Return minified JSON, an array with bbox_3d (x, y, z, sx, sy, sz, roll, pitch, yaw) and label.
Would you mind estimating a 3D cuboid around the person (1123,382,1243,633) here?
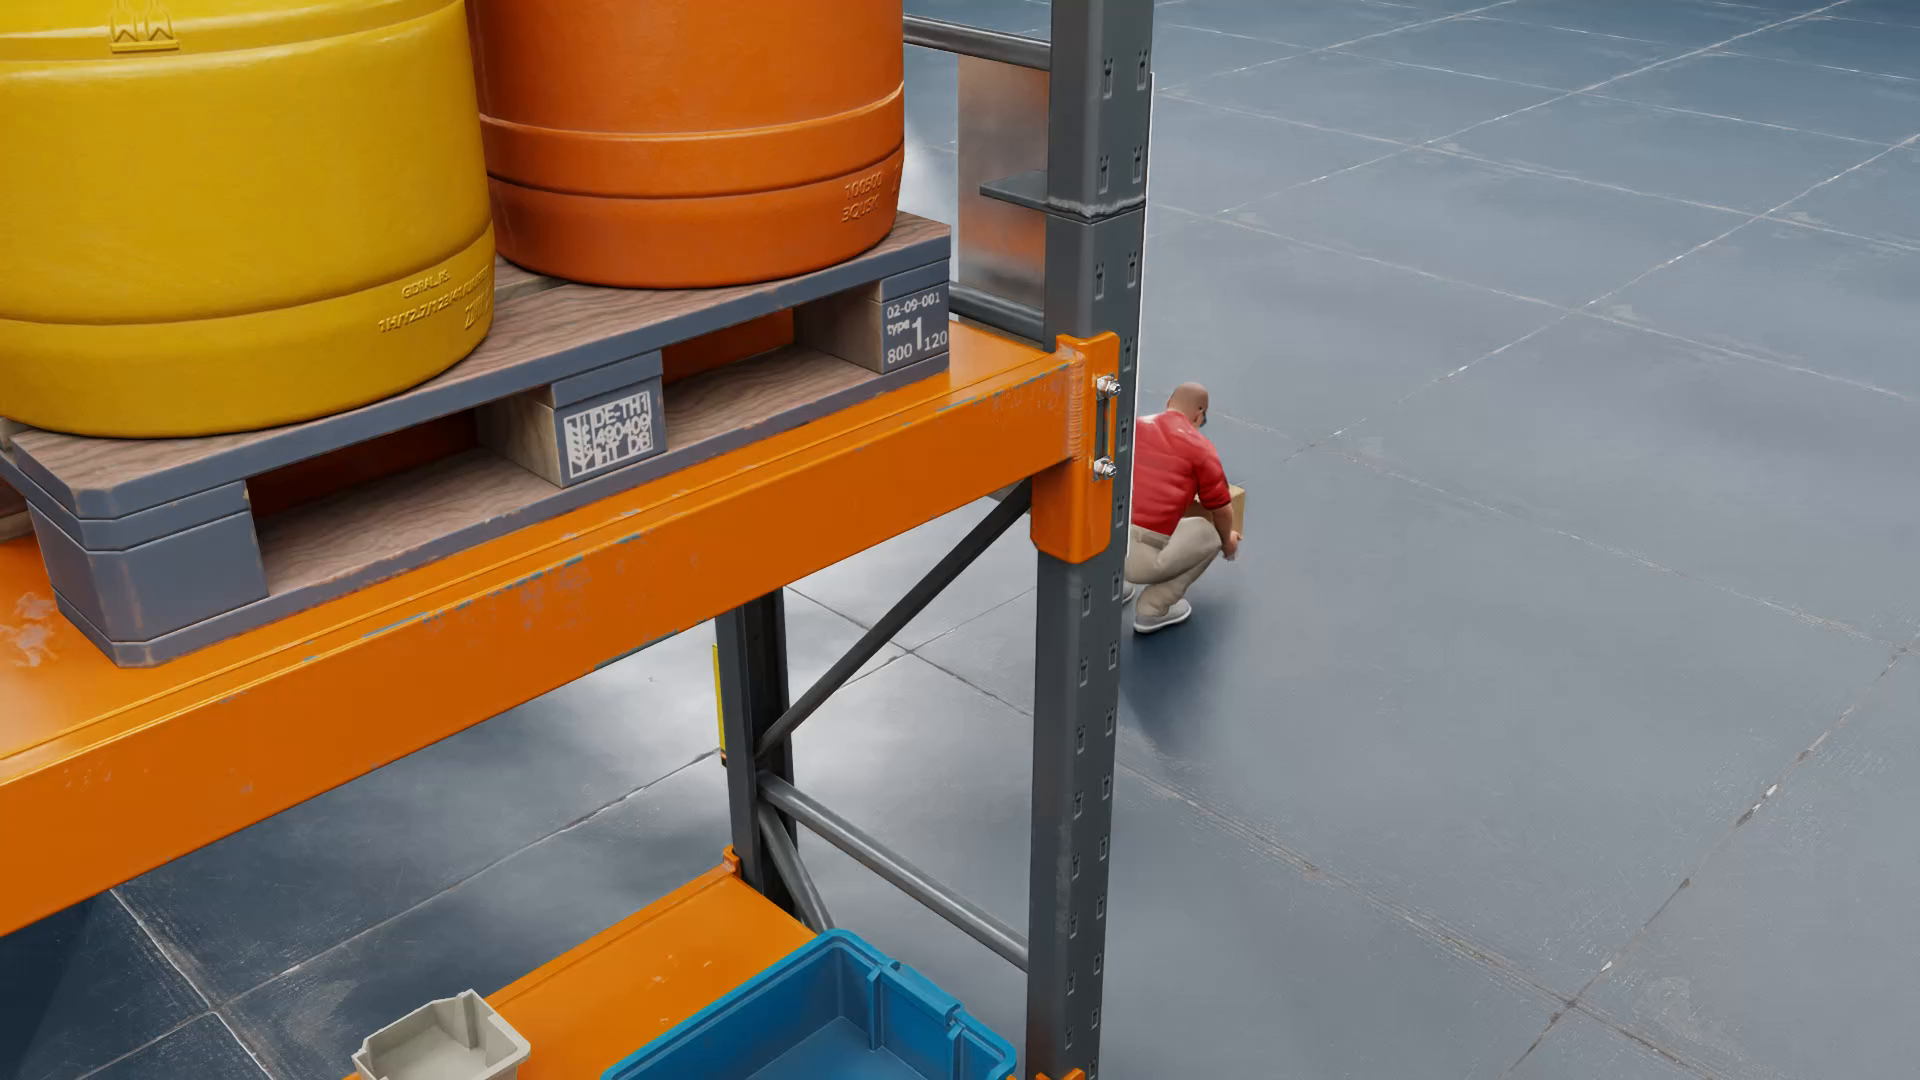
[{"bbox_3d":[0.870,-0.148,7.244,0.545,0.983,0.859,24,36,38],"label":"person"}]
